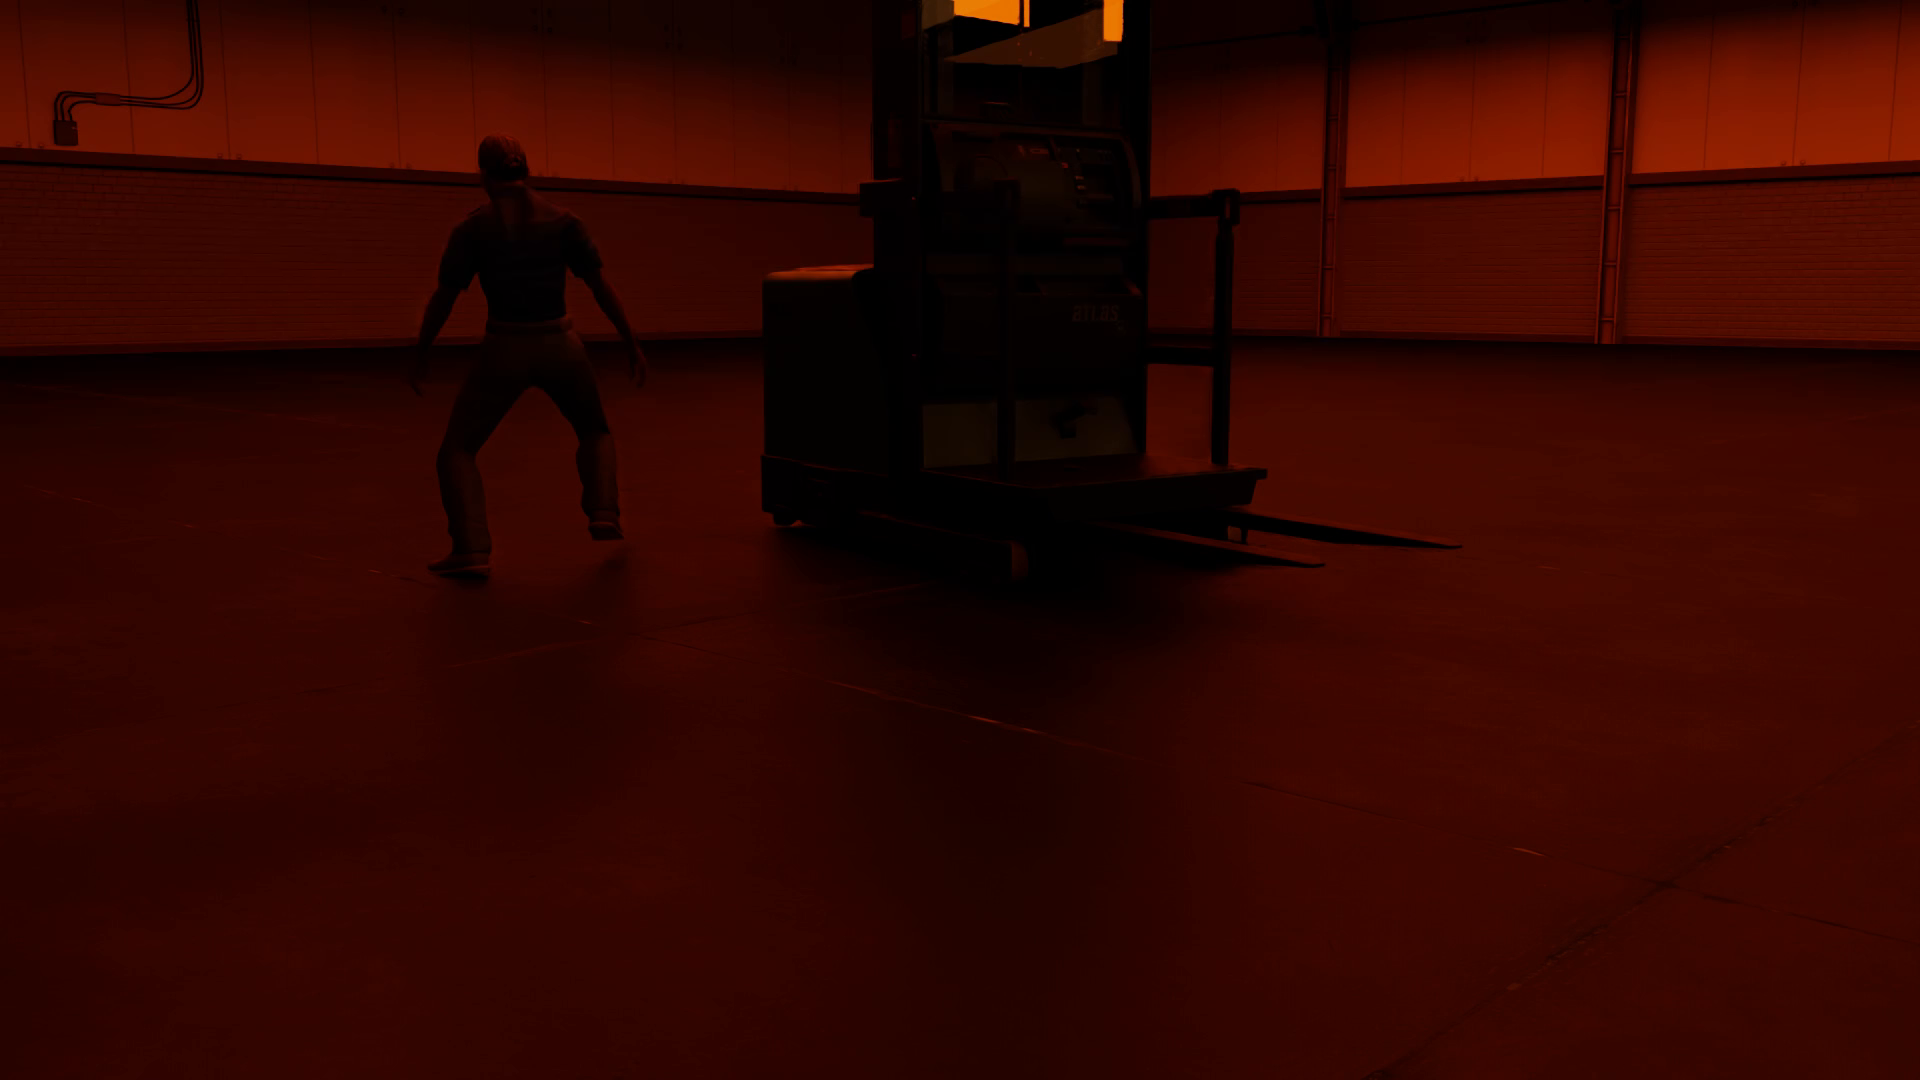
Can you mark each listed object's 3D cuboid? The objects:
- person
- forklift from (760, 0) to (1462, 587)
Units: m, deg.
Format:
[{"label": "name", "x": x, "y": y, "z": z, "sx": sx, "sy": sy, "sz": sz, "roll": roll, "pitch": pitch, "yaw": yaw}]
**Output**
[{"label": "person", "x": -1.560, "y": -0.670, "z": 6.013, "sx": 0.836, "sy": 1.566, "sz": 0.523, "roll": -2, "pitch": 9, "yaw": -16}, {"label": "forklift", "x": 0.409, "y": -1.369, "z": 5.968, "sx": 1.130, "sy": 2.935, "sz": 3.031, "roll": -6, "pitch": 10, "yaw": -34}]
